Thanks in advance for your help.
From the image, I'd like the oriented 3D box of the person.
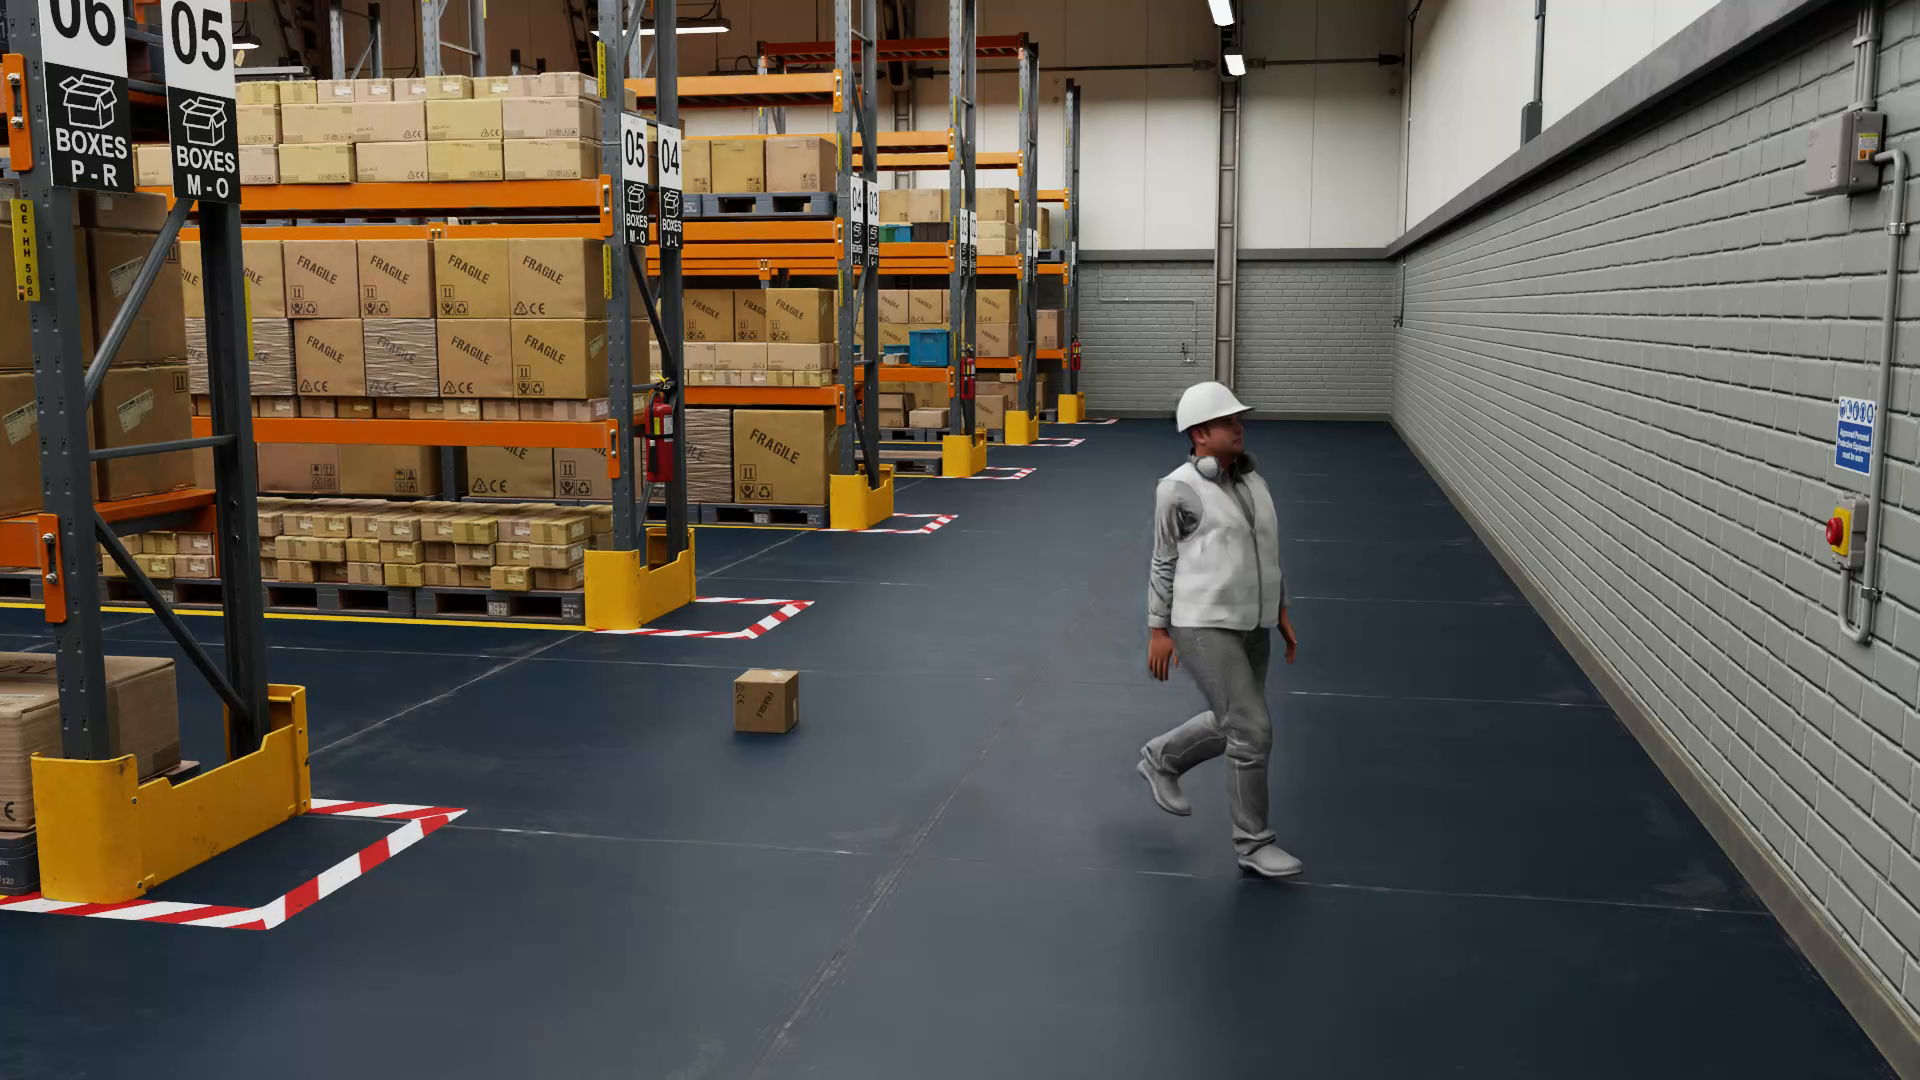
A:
[{"bbox_3d":[0.953,0.291,6.078,0.543,1.734,0.934,-7,10,-41],"label":"person"}]
